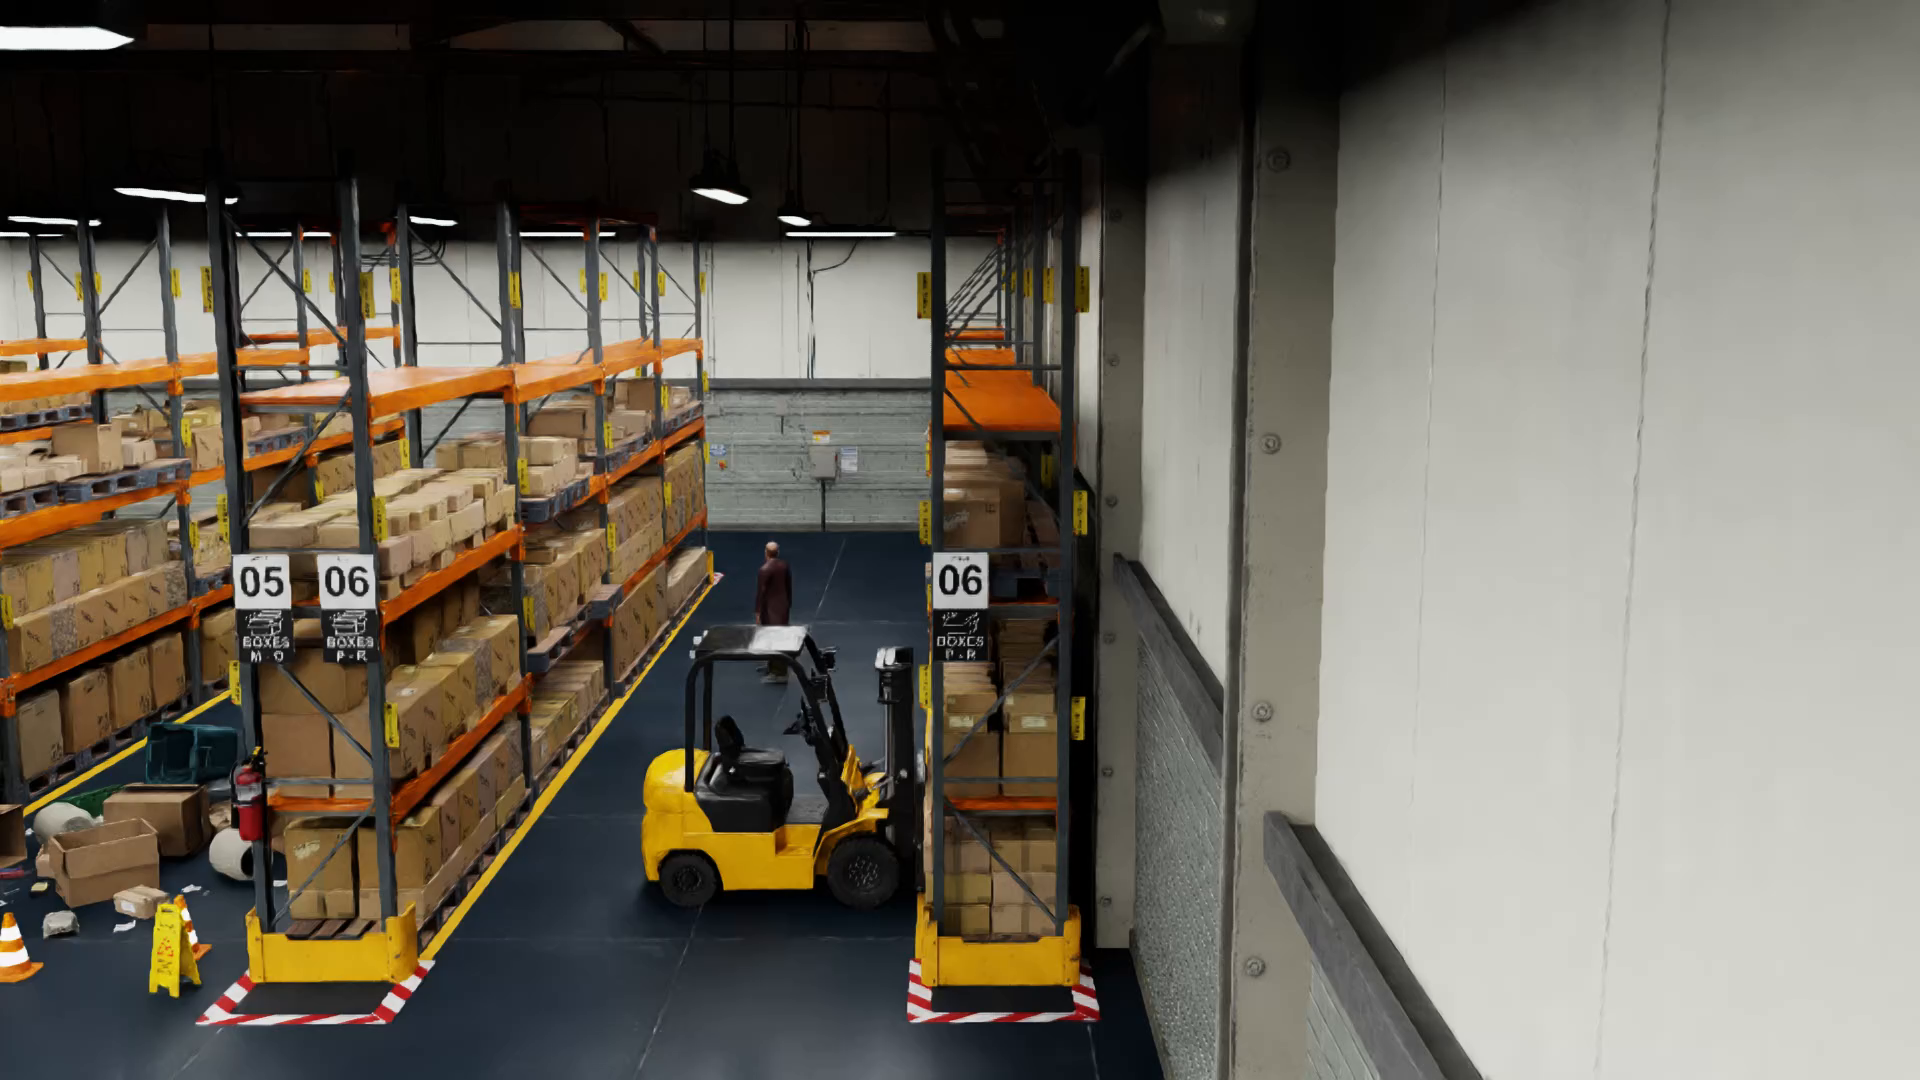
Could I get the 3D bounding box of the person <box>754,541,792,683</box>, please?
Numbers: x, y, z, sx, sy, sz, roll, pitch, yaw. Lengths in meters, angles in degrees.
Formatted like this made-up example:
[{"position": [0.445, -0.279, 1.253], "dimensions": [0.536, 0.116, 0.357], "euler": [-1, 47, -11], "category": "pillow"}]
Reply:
[{"position": [-2.414, 0.888, 21.224], "dimensions": [0.631, 1.775, 0.676], "euler": [5, 10, 27], "category": "person"}]
